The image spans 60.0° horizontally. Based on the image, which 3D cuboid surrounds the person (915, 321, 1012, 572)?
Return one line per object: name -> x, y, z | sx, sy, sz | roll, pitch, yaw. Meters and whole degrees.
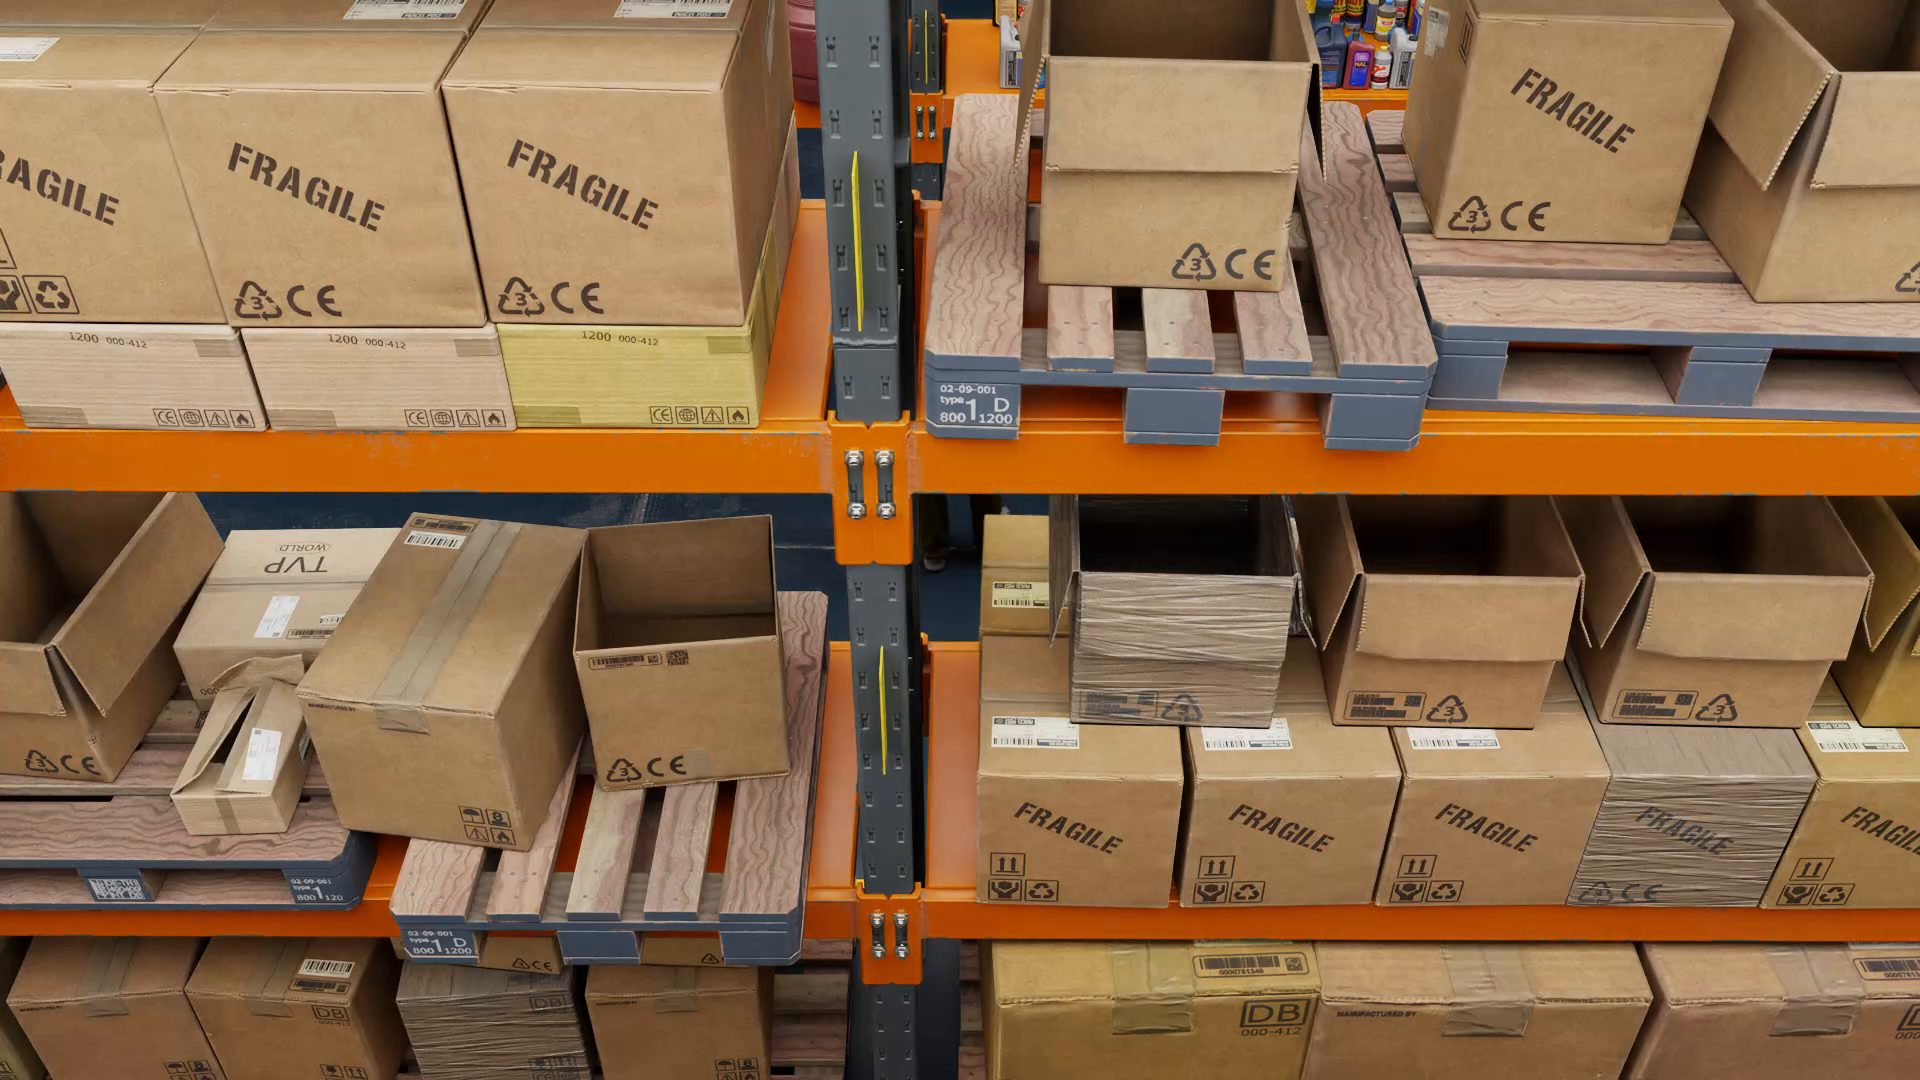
person -> -0.048, -0.663, 6.977 | 0.562, 1.779, 0.540 | 7, 40, 8
